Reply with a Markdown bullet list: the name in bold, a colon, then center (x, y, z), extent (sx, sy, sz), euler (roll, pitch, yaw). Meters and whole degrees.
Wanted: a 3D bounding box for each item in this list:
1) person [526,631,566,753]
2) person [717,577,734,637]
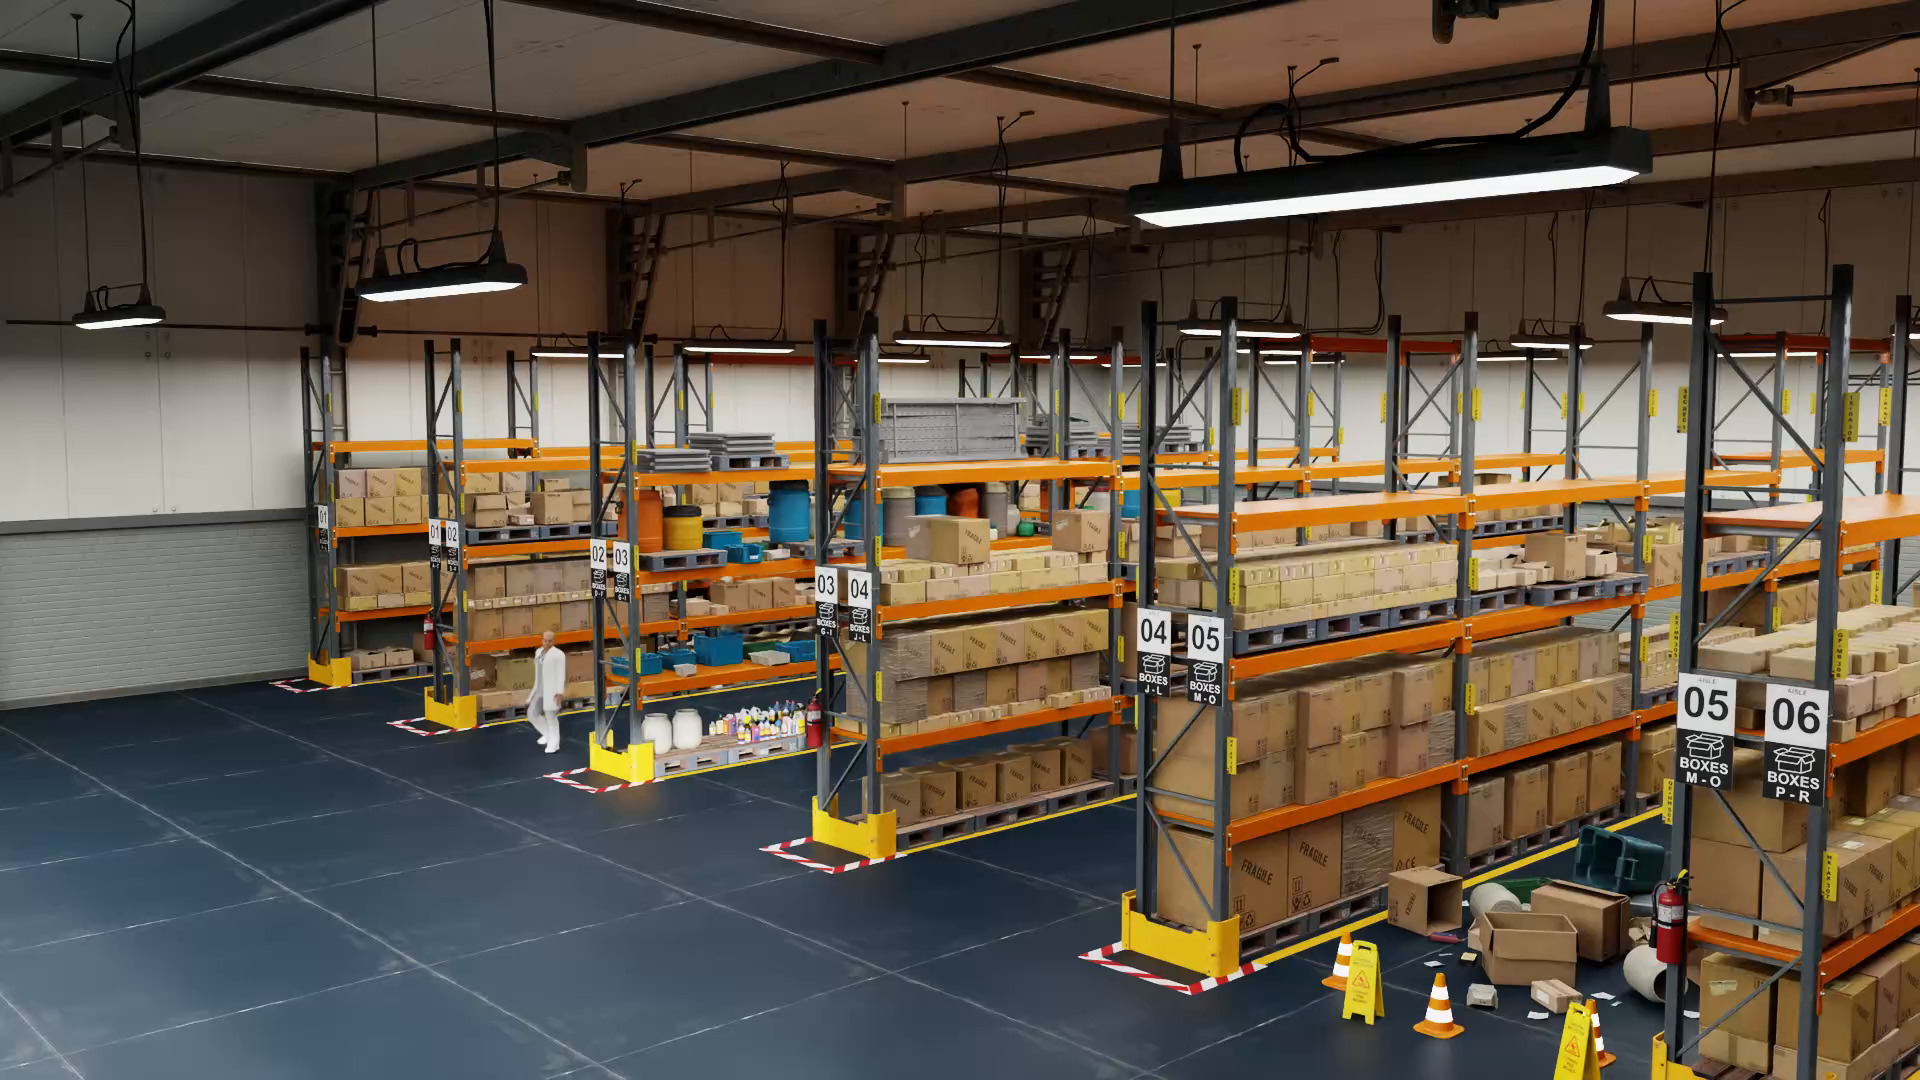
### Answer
- **person**: center (-5.921, 2.170, 23.838), extent (0.673, 1.766, 0.514), euler (3, 6, 29)
- **person**: center (-4.393, 1.535, 31.400), extent (0.877, 1.763, 0.692), euler (-5, 7, -44)
